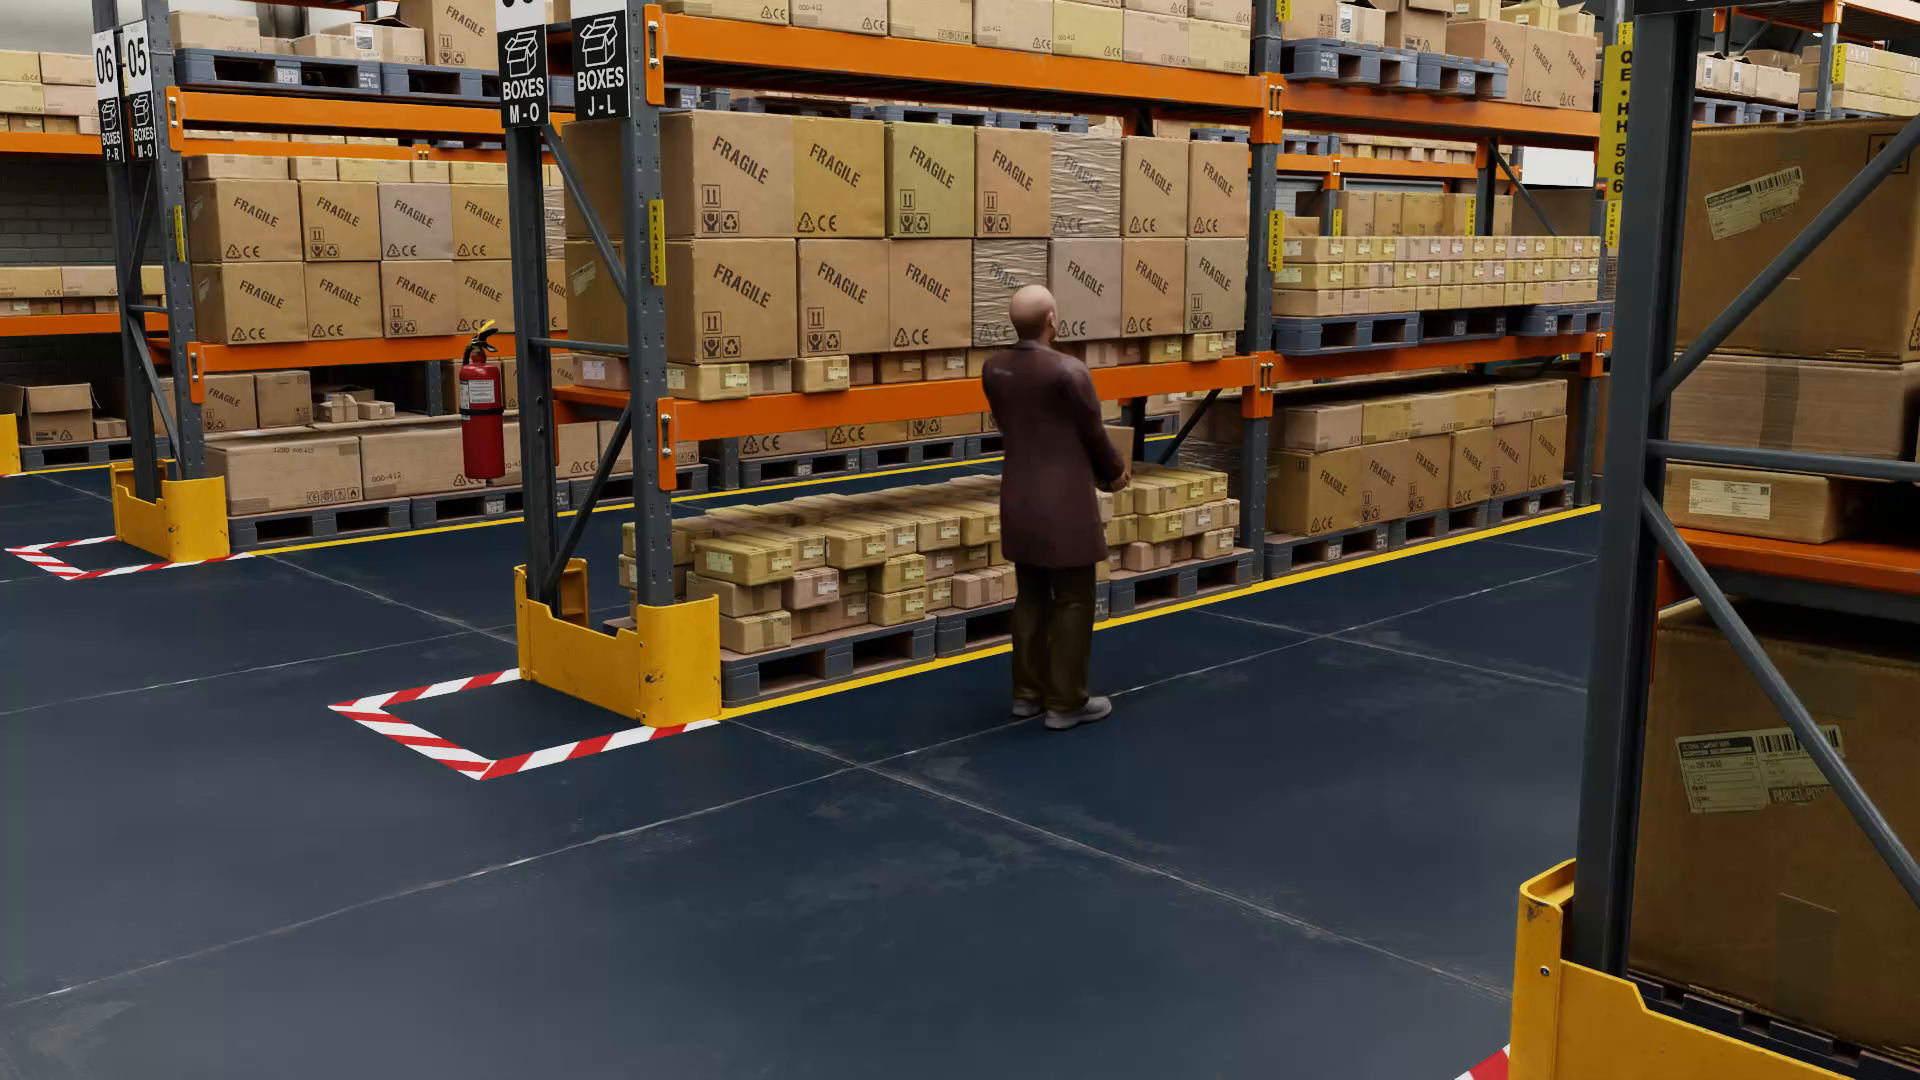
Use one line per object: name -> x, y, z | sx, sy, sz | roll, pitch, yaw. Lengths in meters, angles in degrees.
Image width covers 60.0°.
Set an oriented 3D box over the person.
person -> 0.413, -0.152, 6.796 | 0.530, 1.771, 0.553 | 9, 14, 40
